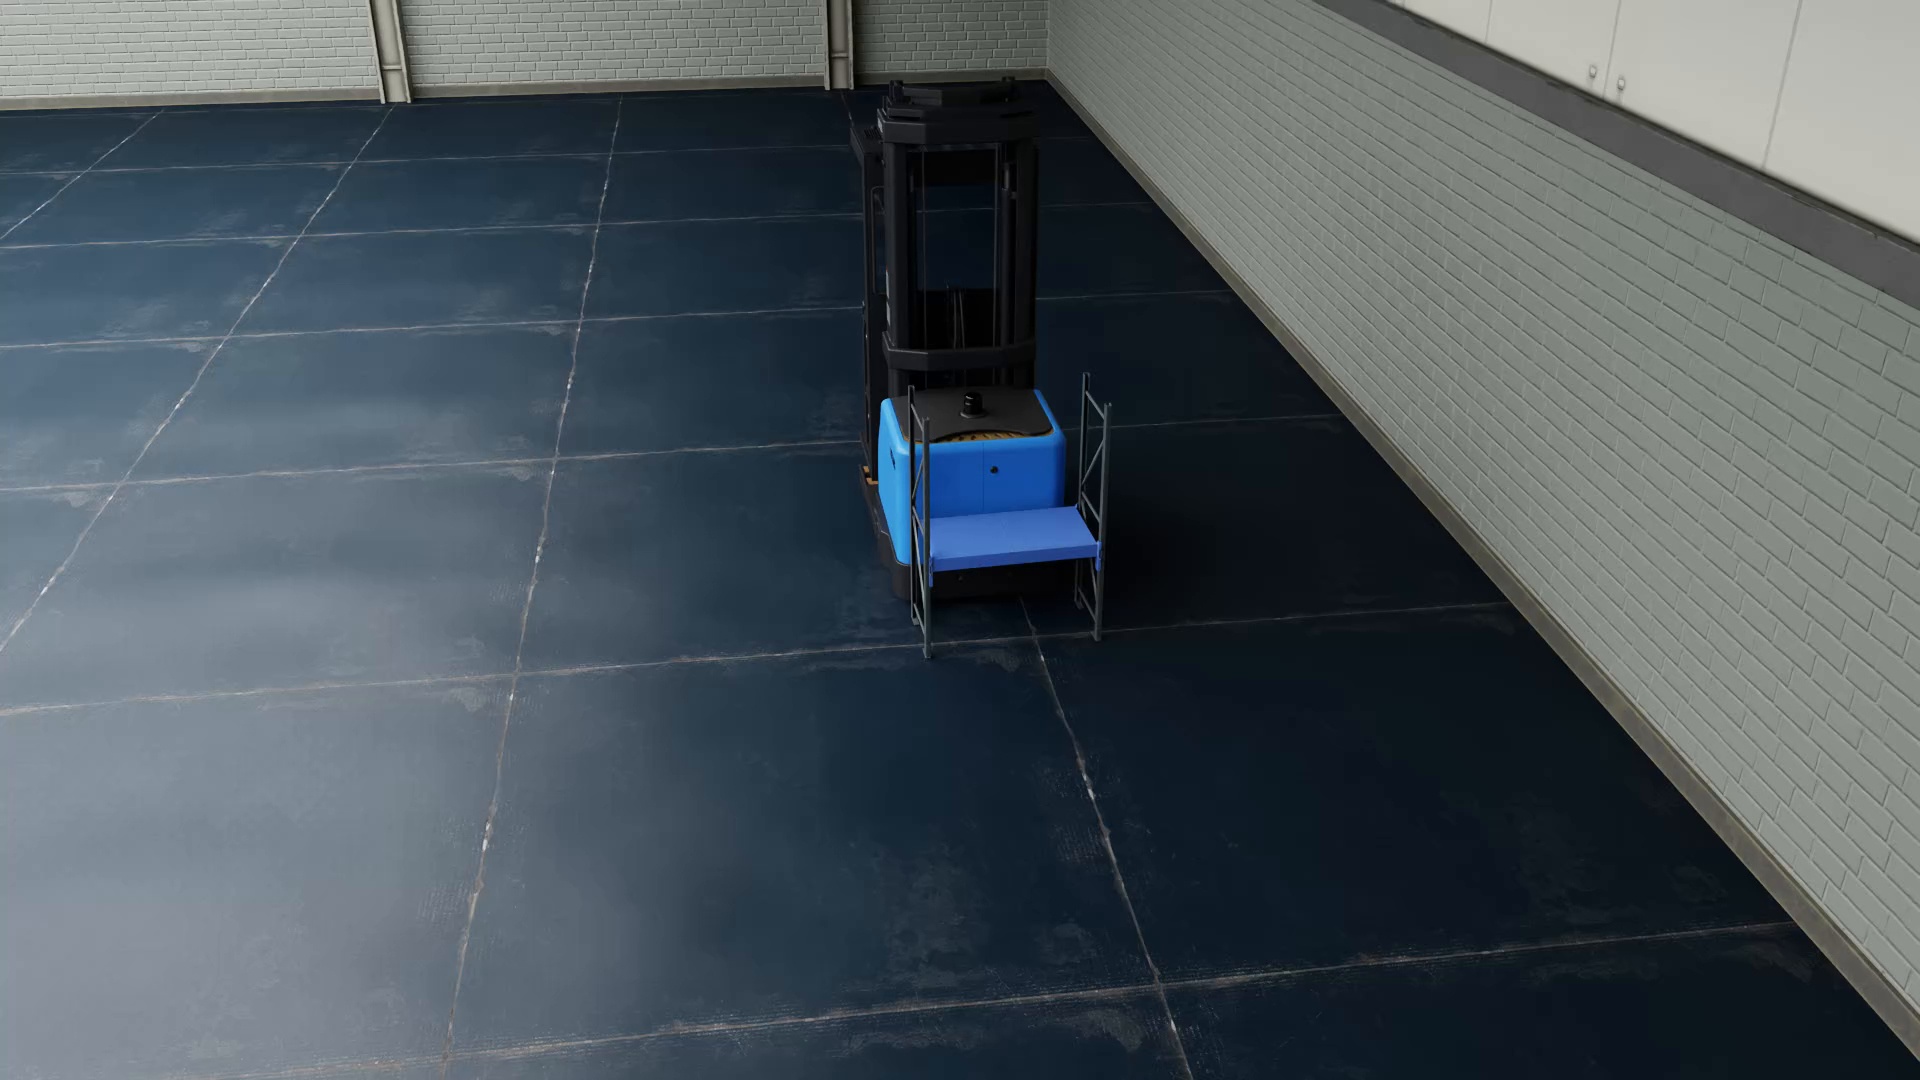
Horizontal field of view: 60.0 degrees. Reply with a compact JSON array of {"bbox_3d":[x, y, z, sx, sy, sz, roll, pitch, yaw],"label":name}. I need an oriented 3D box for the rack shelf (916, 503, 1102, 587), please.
[{"bbox_3d":[0.269,0.023,9.654,1.000,0.185,0.538,-5,28,-10],"label":"rack shelf"}]

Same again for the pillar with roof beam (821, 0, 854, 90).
[{"bbox_3d":[-1.094,-8.411,17.488,0.400,9.000,9.100,-4,27,-7],"label":"pillar with roof beam"}]

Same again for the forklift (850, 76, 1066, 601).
[{"bbox_3d":[-0.099,-1.584,10.830,1.130,2.935,3.031,-4,27,-8],"label":"forklift"}]

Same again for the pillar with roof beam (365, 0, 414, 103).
[{"bbox_3d":[-7.035,-8.029,16.744,0.400,9.000,9.100,-4,27,-7],"label":"pillar with roof beam"}]

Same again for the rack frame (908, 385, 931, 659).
[{"bbox_3d":[-0.229,-0.091,9.483,0.032,1.500,0.500,-5,28,-10],"label":"rack frame"}]

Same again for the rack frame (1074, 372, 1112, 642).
[{"bbox_3d":[0.768,-0.181,9.659,0.032,1.500,0.500,-5,28,-10],"label":"rack frame"}]

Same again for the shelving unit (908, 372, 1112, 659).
[{"bbox_3d":[0.269,-0.136,9.571,1.048,1.500,0.538,-5,28,-10],"label":"shelving unit"}]
